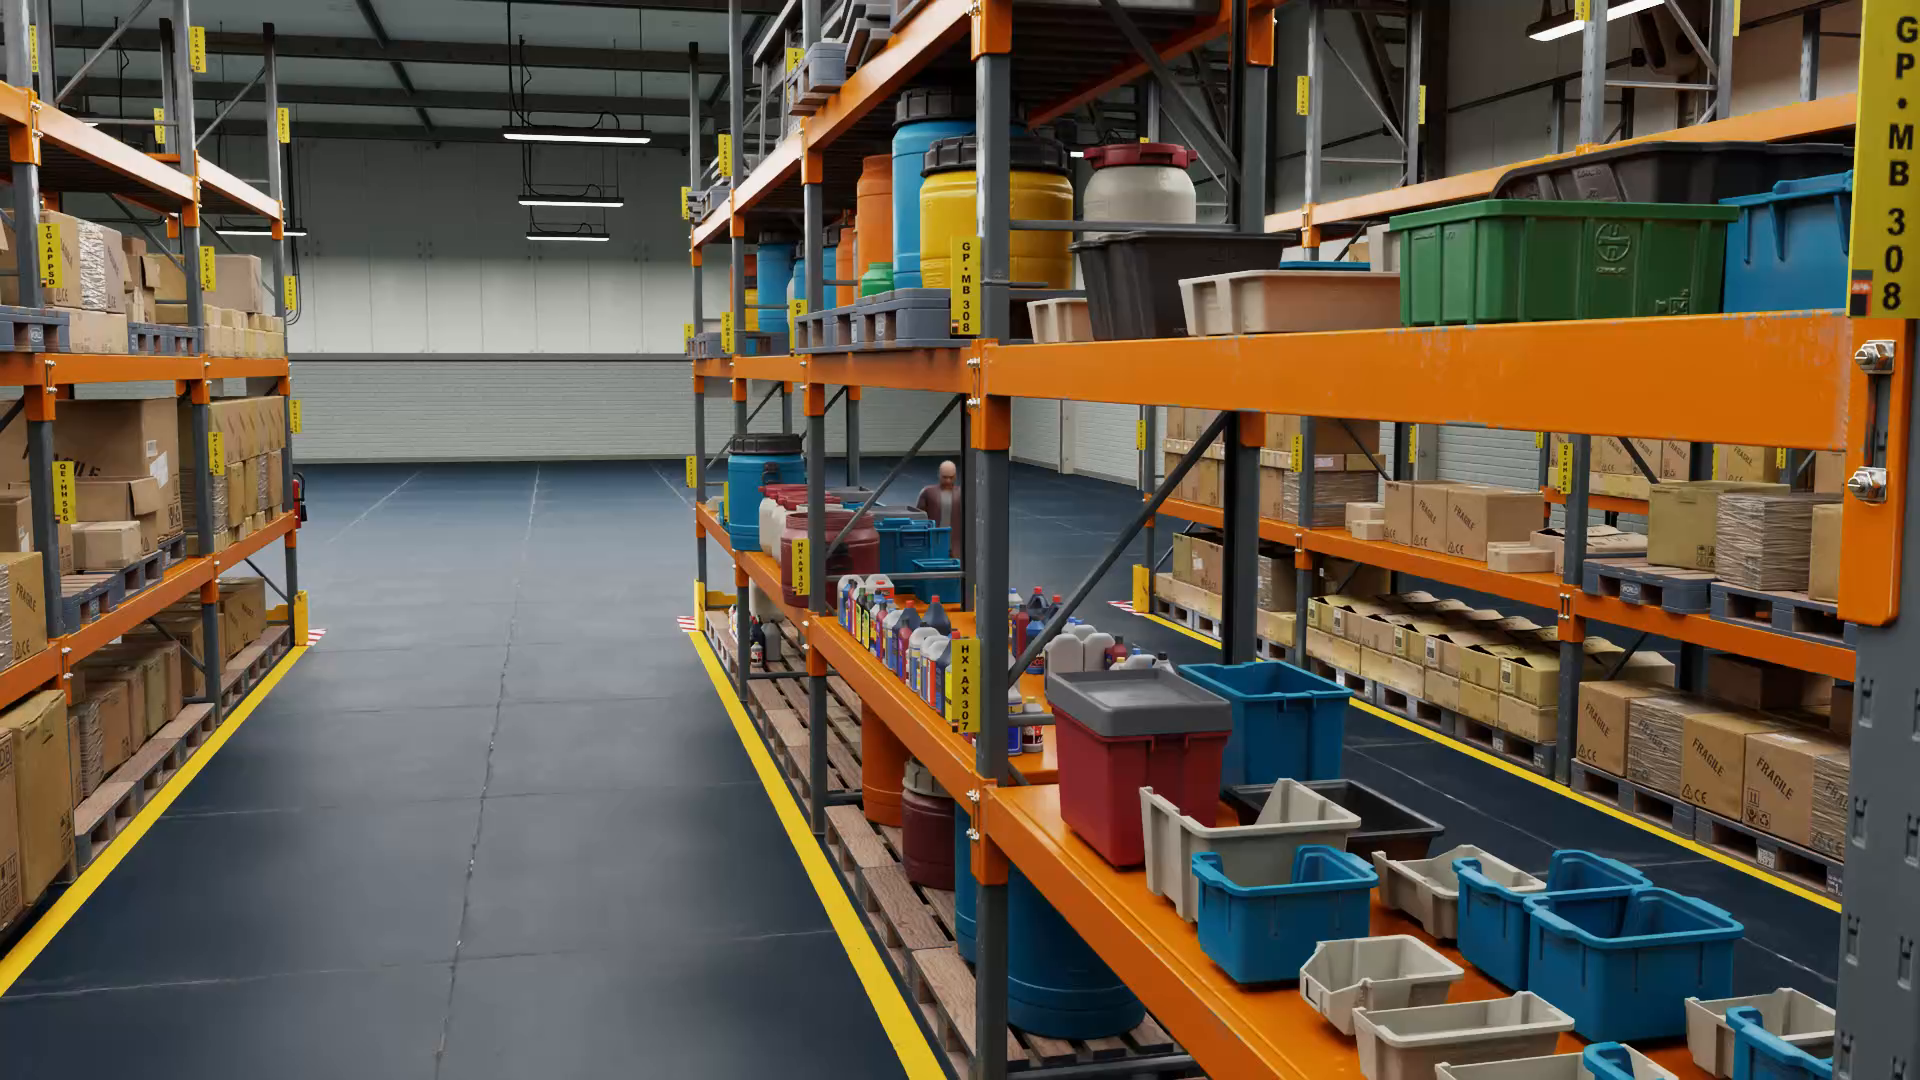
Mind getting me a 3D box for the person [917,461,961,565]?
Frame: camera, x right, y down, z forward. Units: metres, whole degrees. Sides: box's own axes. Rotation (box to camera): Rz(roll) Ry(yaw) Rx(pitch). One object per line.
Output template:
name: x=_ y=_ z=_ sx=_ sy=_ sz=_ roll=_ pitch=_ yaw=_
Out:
person: x=-0.165 y=0.087 z=16.751 sx=0.613 sy=1.766 sz=0.686 roll=-1 pitch=6 yaw=-8
